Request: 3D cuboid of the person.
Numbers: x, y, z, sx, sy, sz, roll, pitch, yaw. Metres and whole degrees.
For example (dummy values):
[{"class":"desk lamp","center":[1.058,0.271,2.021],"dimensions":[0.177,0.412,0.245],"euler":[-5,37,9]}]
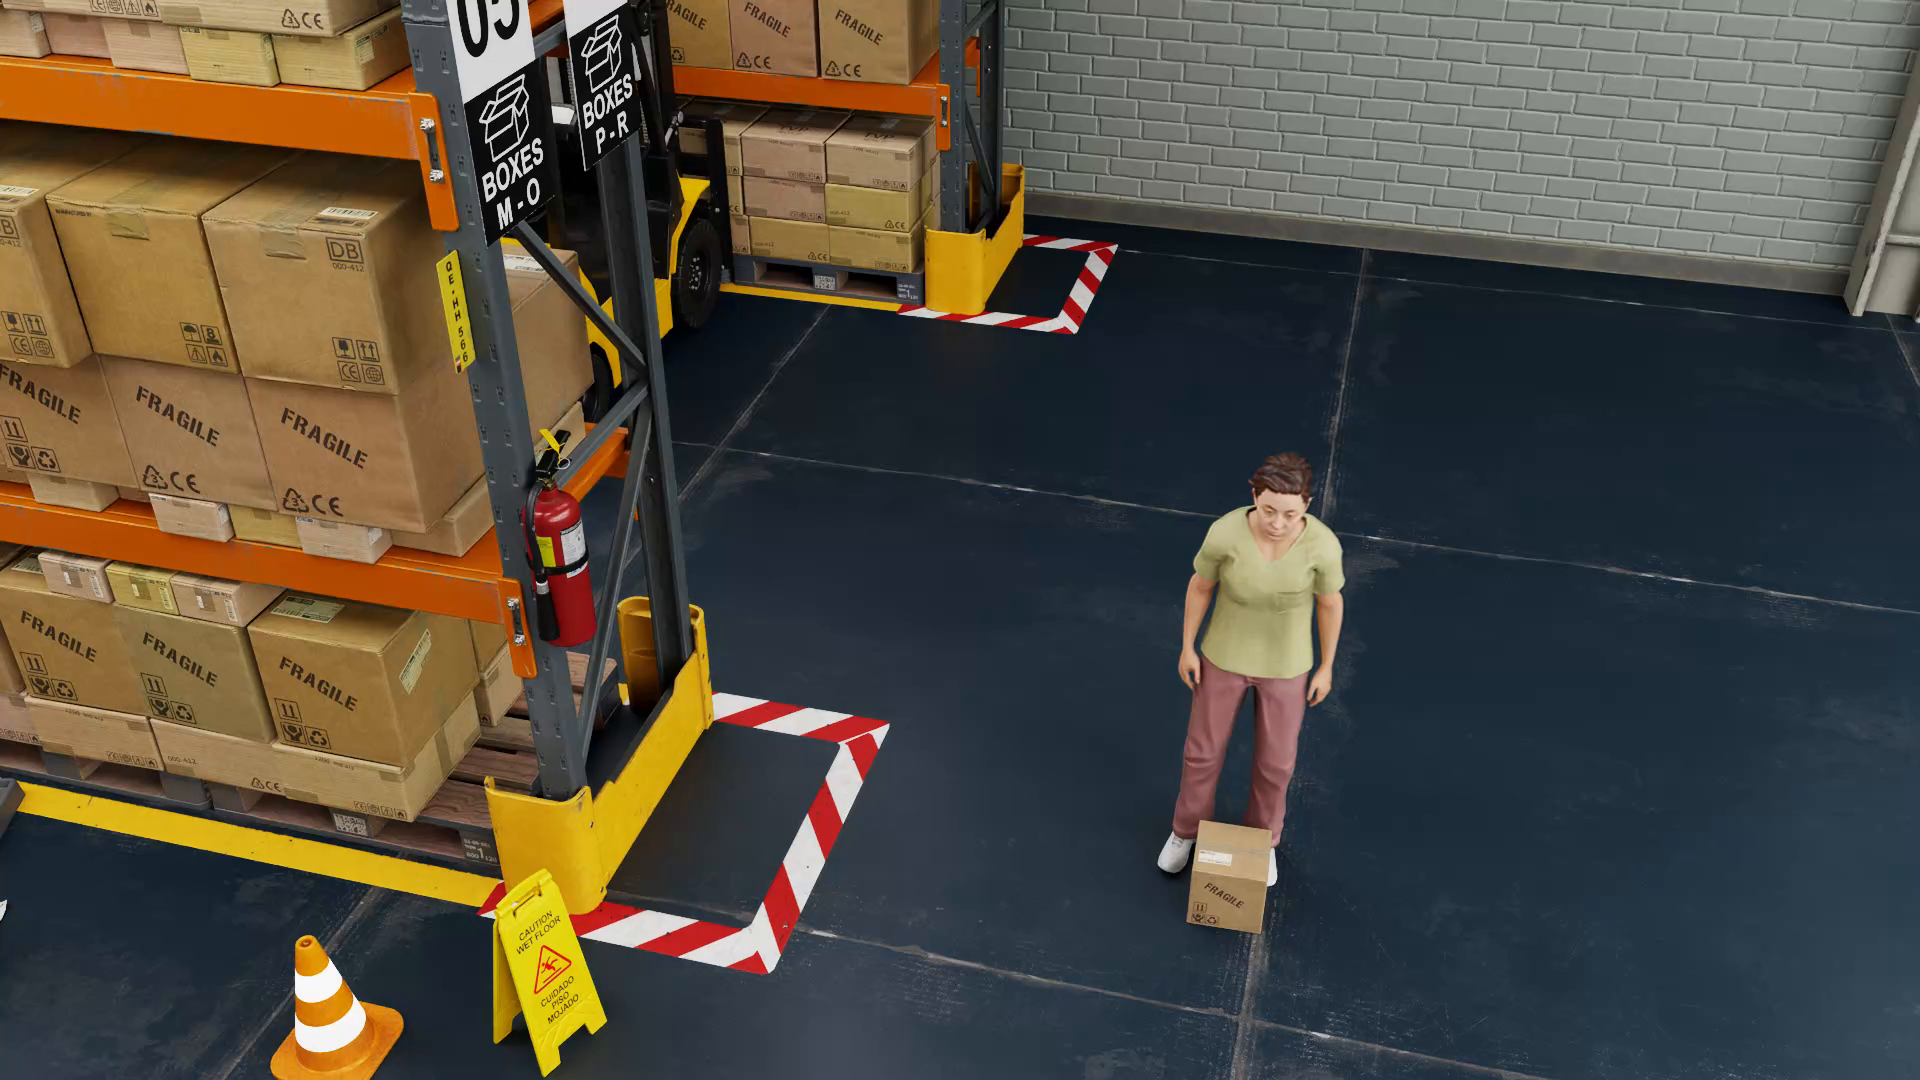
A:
[{"class":"person","center":[0.972,0.420,5.491],"dimensions":[0.501,1.673,0.353],"euler":[8,34,12]}]
